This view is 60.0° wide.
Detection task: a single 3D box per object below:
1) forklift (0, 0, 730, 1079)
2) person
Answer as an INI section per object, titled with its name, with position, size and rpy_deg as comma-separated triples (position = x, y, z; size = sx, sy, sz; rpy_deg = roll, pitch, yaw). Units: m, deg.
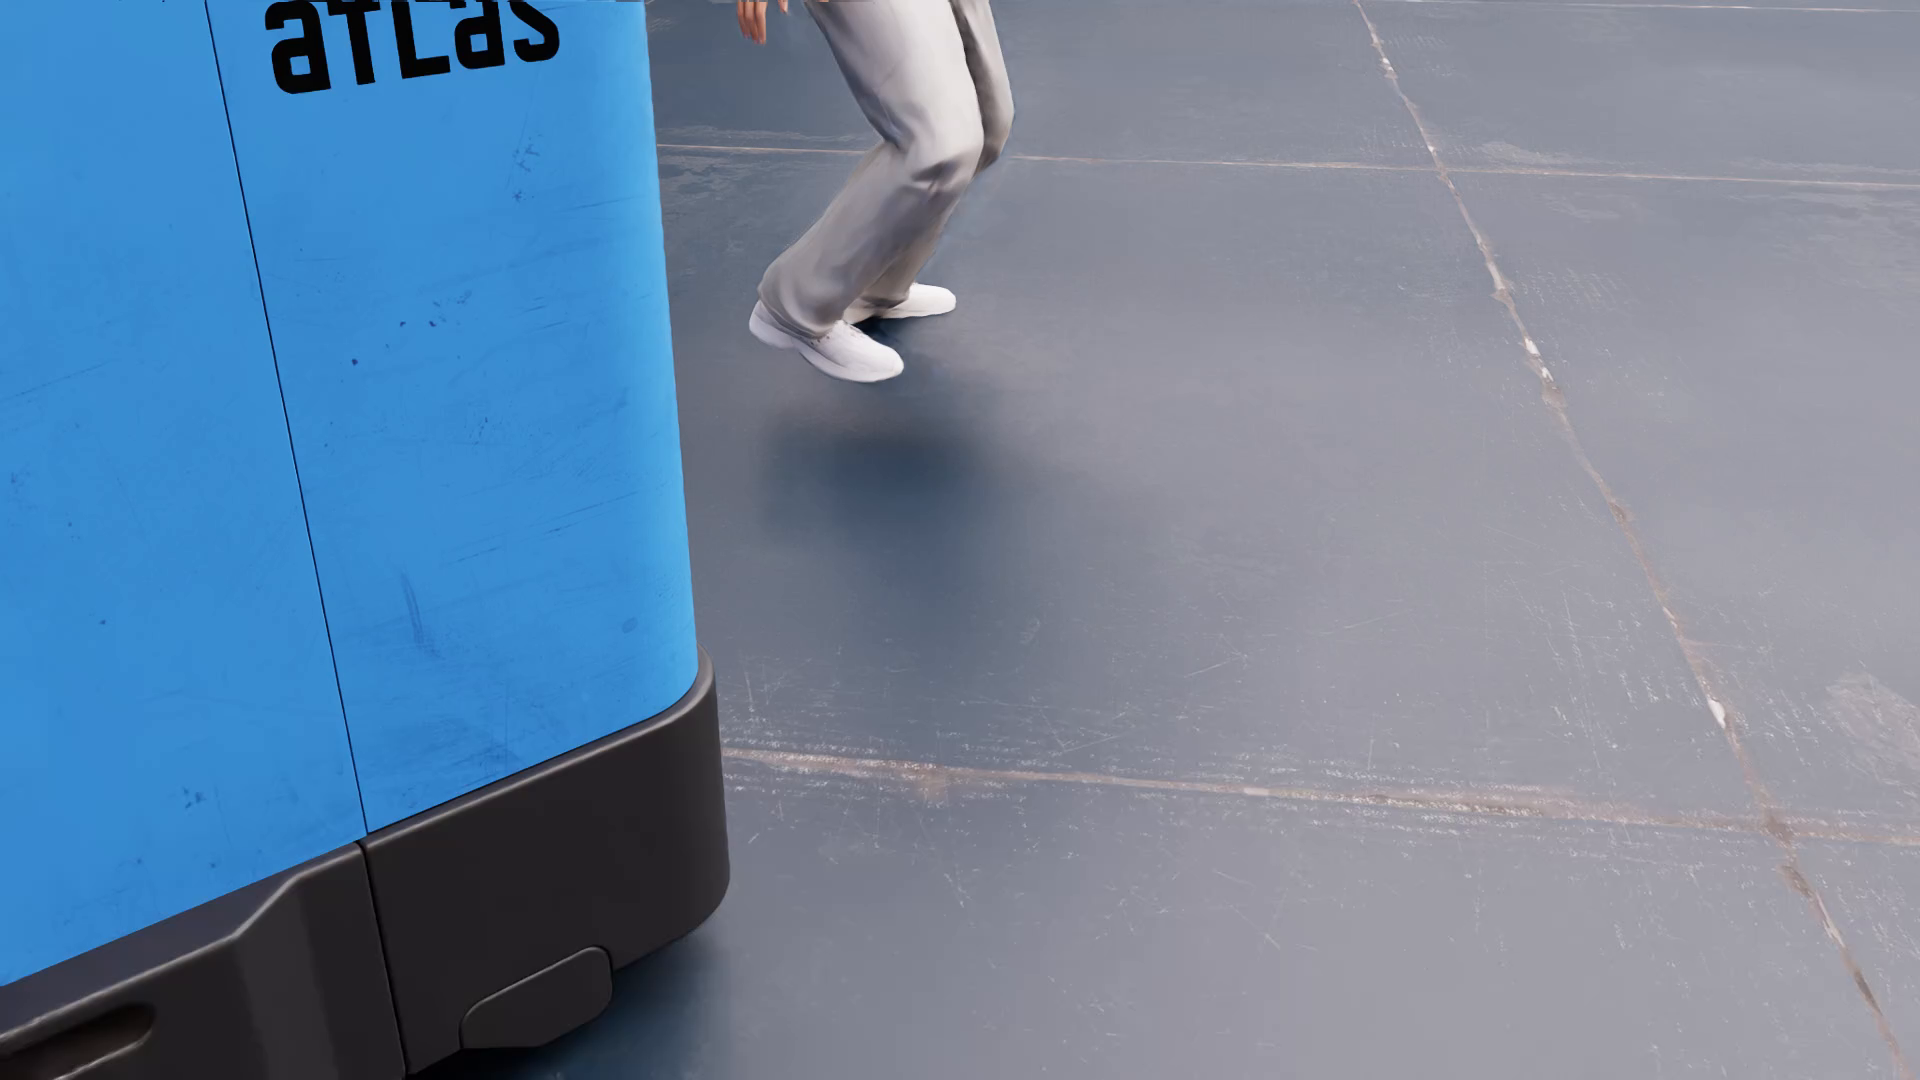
[forklift]
position = -1.671, -0.632, 0.483
size = 3.031, 2.935, 1.130
rpy_deg = -21, 34, -36
[person]
position = -0.116, -1.018, 2.813
size = 0.586, 1.573, 0.824
rpy_deg = 13, 29, 25
